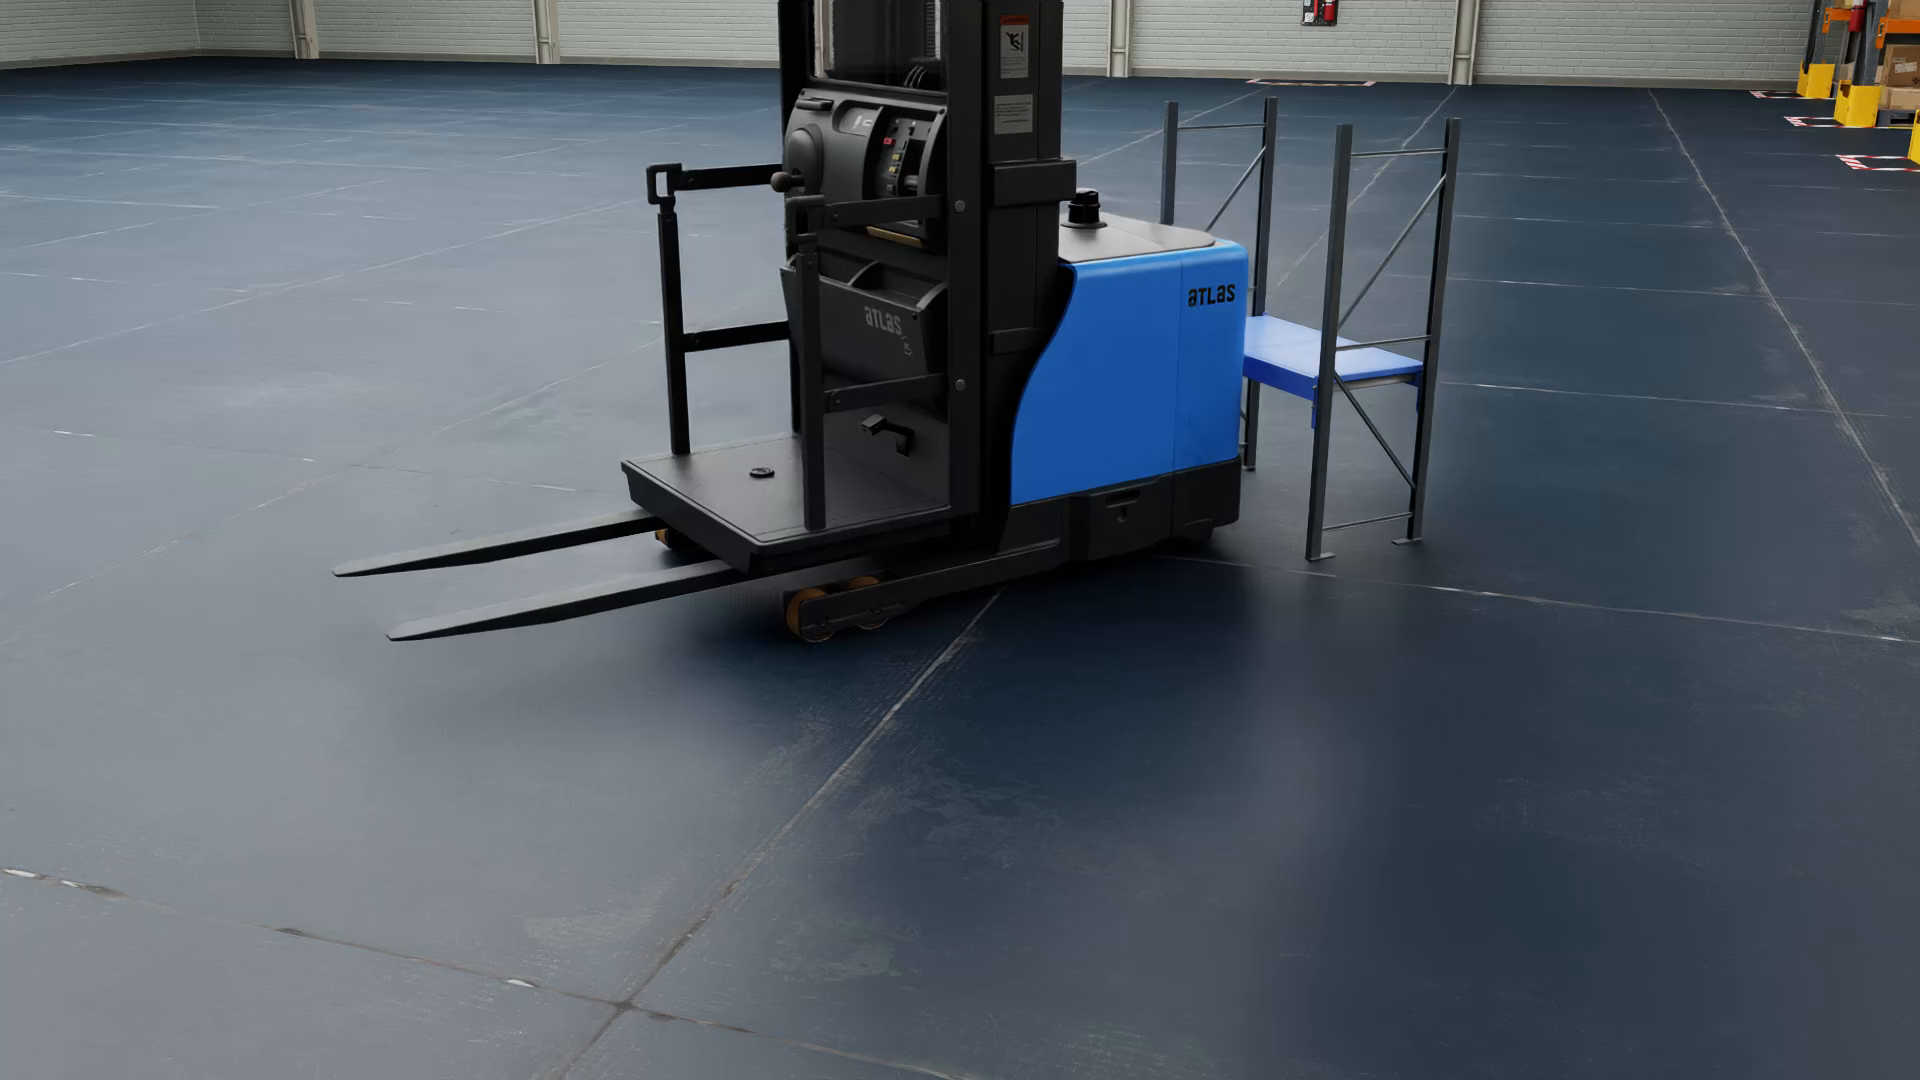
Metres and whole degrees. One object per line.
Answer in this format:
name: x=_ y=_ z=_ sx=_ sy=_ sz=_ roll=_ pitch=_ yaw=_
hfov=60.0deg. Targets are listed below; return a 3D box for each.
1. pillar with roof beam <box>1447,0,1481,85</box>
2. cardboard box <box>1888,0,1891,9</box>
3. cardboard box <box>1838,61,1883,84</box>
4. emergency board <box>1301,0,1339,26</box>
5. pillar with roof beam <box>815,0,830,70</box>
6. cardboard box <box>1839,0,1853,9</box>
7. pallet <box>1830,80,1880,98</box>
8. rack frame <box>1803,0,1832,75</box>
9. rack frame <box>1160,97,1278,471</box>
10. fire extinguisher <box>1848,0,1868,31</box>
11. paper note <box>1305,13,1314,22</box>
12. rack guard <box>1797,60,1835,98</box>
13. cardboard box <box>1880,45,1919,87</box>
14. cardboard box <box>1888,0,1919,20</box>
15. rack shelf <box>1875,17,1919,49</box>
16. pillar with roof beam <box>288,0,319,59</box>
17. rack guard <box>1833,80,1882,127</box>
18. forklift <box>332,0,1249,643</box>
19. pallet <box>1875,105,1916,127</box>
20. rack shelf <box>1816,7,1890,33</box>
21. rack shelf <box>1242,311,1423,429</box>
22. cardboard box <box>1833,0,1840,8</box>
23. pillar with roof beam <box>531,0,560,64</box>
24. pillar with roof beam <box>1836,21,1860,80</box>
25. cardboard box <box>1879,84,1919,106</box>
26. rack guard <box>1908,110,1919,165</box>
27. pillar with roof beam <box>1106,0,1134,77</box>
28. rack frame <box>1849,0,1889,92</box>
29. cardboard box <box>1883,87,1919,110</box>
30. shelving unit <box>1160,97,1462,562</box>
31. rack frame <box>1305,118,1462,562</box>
pillar with roof beam: x=7.161 y=-10.730 z=23.187 sx=0.400 sy=9.000 sz=9.100 roll=7 pitch=20 yaw=18
cardboard box: x=14.148 y=-8.130 z=25.039 sx=0.500 sy=0.250 sz=0.500 roll=6 pitch=20 yaw=16
cardboard box: x=13.920 y=-7.230 z=25.676 sx=0.500 sy=0.311 sz=0.500 roll=4 pitch=20 yaw=12
emergency board: x=6.251 y=-9.514 z=28.814 sx=0.643 sy=1.169 sz=0.194 roll=7 pitch=20 yaw=18
pillar with roof beam: x=-4.175 y=-12.026 z=26.905 sx=0.400 sy=9.000 sz=9.100 roll=7 pitch=20 yaw=18
cardboard box: x=13.653 y=-8.181 z=25.187 sx=0.500 sy=0.250 sz=0.500 roll=6 pitch=20 yaw=16
pallet: x=14.124 y=-6.970 z=25.753 sx=1.213 sy=0.211 sz=1.003 roll=7 pitch=20 yaw=18
rack frame: x=13.296 y=-8.394 z=25.600 sx=0.127 sy=3.000 sz=1.000 roll=7 pitch=20 yaw=18
rack frame: x=1.000 y=-0.973 z=6.588 sx=0.500 sy=1.500 sz=0.032 roll=-9 pitch=21 yaw=-25
fire extinguisher: x=11.715 y=-6.974 z=21.644 sx=0.183 sy=0.674 sz=0.296 roll=7 pitch=20 yaw=18
paper note: x=6.107 y=-9.139 z=29.076 sx=0.142 sy=0.148 sz=0.016 roll=7 pitch=20 yaw=18
rack guard: x=13.368 y=-7.206 z=25.988 sx=0.348 sy=0.500 sz=1.175 roll=7 pitch=20 yaw=18
cardboard box: x=12.278 y=-6.142 z=21.540 sx=0.500 sy=0.500 sz=0.500 roll=7 pitch=20 yaw=18
cardboard box: x=12.111 y=-6.846 z=21.008 sx=0.500 sy=0.500 sz=0.700 roll=7 pitch=20 yaw=18
rack shelf: x=13.563 y=-6.298 z=20.679 sx=4.000 sy=0.370 sz=1.077 roll=7 pitch=20 yaw=18
pillar with roof beam: x=-15.510 y=-13.322 z=30.624 sx=0.400 sy=9.000 sz=9.100 roll=7 pitch=20 yaw=18
rack guard: x=11.651 y=-5.676 z=21.599 sx=0.348 sy=0.500 sz=1.175 roll=7 pitch=20 yaw=18
forklift: x=-0.492 y=-1.262 z=5.244 sx=3.031 sy=2.935 sz=1.130 roll=-12 pitch=23 yaw=-31
pallet: x=12.410 y=-5.467 z=21.440 sx=1.213 sy=0.211 sz=1.003 roll=7 pitch=20 yaw=18
rack shelf: x=15.185 y=-7.838 z=25.099 sx=4.000 sy=0.370 sz=1.077 roll=7 pitch=20 yaw=18
rack shelf: x=1.225 y=-0.653 z=6.217 sx=0.538 sy=0.185 sz=1.000 roll=-9 pitch=21 yaw=-25
cardboard box: x=13.801 y=-8.343 z=25.650 sx=0.500 sy=0.250 sz=0.500 roll=7 pitch=20 yaw=19
pillar with roof beam: x=-9.843 y=-12.674 z=28.765 sx=0.400 sy=9.000 sz=9.100 roll=7 pitch=20 yaw=18
pillar with roof beam: x=12.828 y=-10.082 z=21.328 sx=0.400 sy=9.000 sz=9.100 roll=7 pitch=20 yaw=18
cardboard box: x=12.277 y=-5.787 z=21.661 sx=0.500 sy=0.250 sz=0.500 roll=7 pitch=20 yaw=18
rack guard: x=10.132 y=-4.140 z=17.193 sx=0.348 sy=0.500 sz=1.175 roll=7 pitch=20 yaw=18
pillar with roof beam: x=1.493 y=-11.378 z=25.046 sx=0.400 sy=9.000 sz=9.100 roll=7 pitch=20 yaw=18
rack frame: x=11.674 y=-6.854 z=21.181 sx=0.127 sy=3.000 sz=1.000 roll=7 pitch=20 yaw=18
cardboard box: x=12.107 y=-5.626 z=21.199 sx=0.500 sy=0.250 sz=0.500 roll=7 pitch=20 yaw=18
shelving unit: x=1.225 y=-0.823 z=6.158 sx=0.538 sy=1.500 sz=1.048 roll=-9 pitch=21 yaw=-25
rack frame: x=1.451 y=-0.673 z=5.728 sx=0.500 sy=1.500 sz=0.032 roll=-9 pitch=21 yaw=-25
